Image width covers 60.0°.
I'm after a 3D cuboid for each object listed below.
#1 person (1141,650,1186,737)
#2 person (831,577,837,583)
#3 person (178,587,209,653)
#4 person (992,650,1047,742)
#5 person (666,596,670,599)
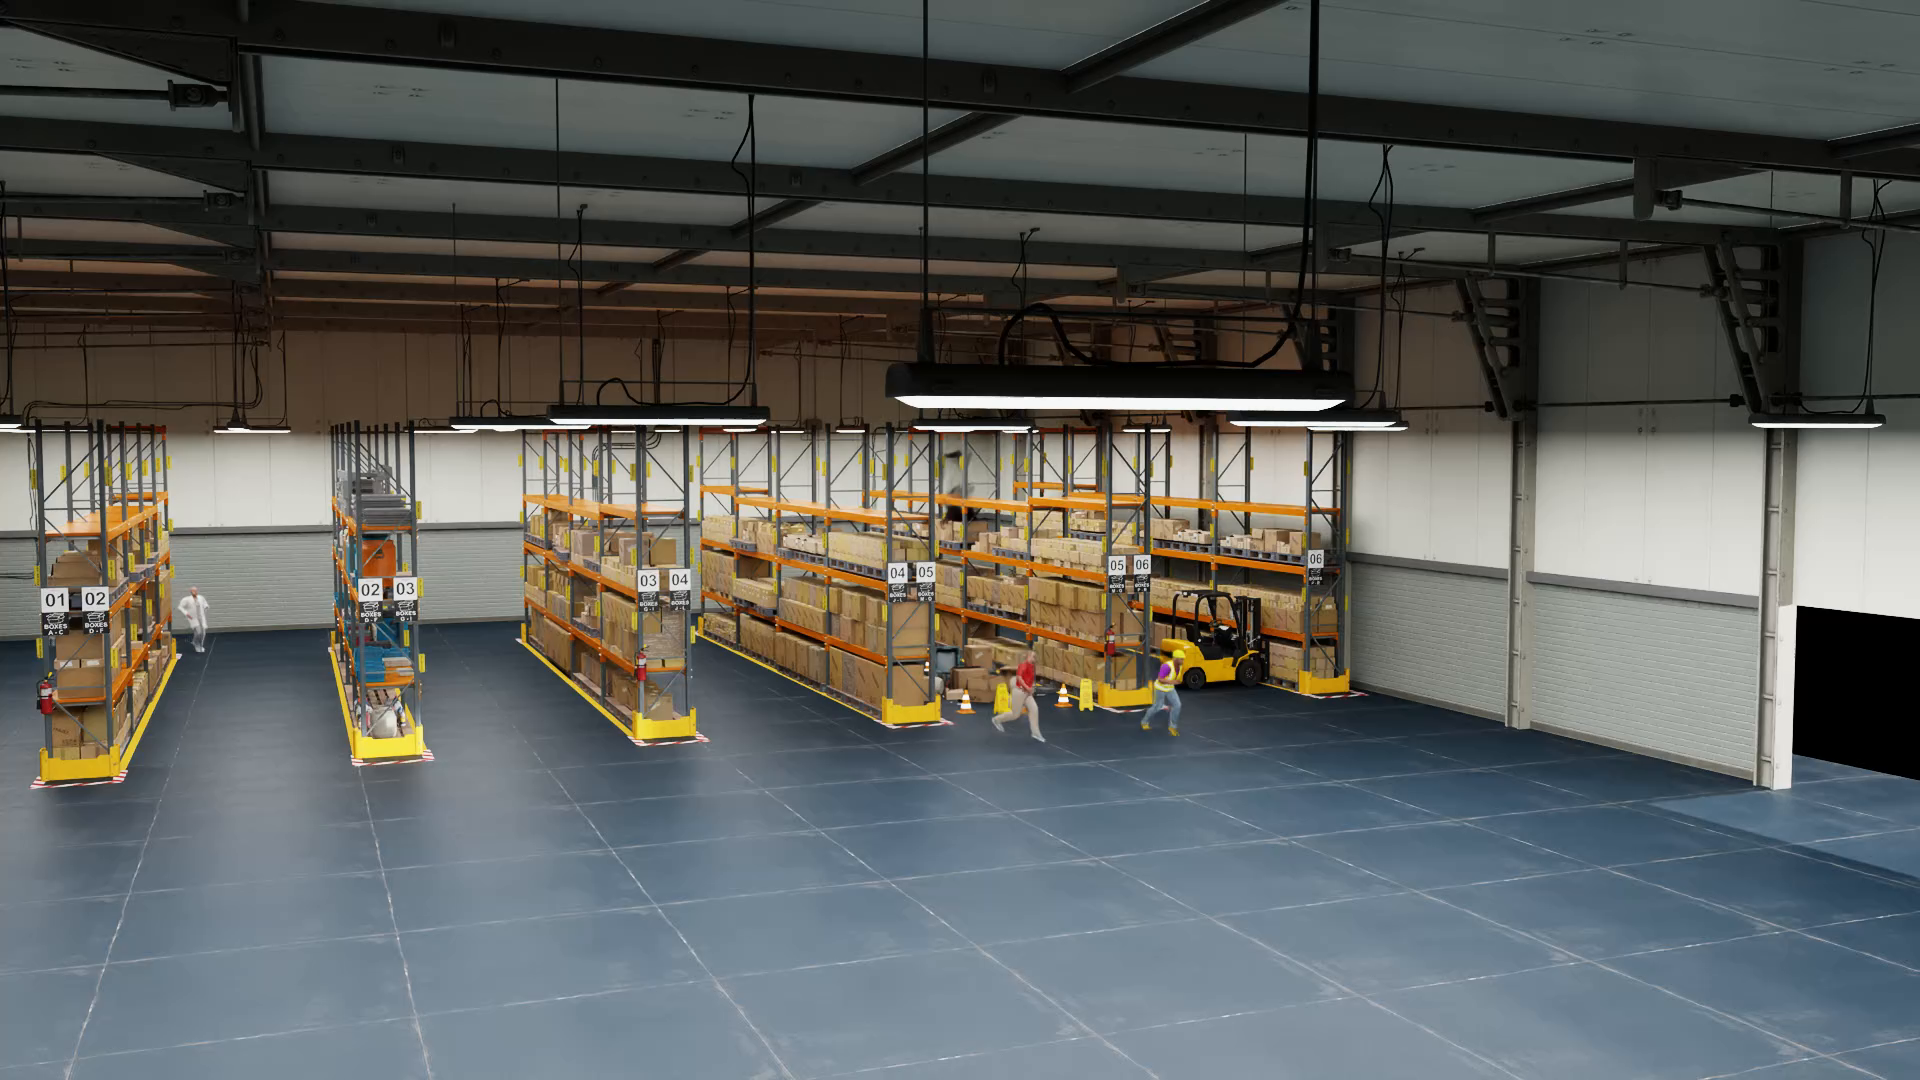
[{"bbox_3d":[3.913,2.926,31.875,1.026,1.715,0.746,3,5,43],"label":"person"},{"bbox_3d":[-3.975,1.717,51.245,0.548,1.628,0.580,-2,4,-33],"label":"person"},{"bbox_3d":[-20.131,2.118,43.847,0.710,1.760,0.713,3,4,37],"label":"person"},{"bbox_3d":[1.126,2.936,31.309,1.077,1.732,0.662,1,4,20],"label":"person"},{"bbox_3d":[-7.918,2.089,45.897,0.642,1.540,0.917,-1,4,-14],"label":"person"}]
